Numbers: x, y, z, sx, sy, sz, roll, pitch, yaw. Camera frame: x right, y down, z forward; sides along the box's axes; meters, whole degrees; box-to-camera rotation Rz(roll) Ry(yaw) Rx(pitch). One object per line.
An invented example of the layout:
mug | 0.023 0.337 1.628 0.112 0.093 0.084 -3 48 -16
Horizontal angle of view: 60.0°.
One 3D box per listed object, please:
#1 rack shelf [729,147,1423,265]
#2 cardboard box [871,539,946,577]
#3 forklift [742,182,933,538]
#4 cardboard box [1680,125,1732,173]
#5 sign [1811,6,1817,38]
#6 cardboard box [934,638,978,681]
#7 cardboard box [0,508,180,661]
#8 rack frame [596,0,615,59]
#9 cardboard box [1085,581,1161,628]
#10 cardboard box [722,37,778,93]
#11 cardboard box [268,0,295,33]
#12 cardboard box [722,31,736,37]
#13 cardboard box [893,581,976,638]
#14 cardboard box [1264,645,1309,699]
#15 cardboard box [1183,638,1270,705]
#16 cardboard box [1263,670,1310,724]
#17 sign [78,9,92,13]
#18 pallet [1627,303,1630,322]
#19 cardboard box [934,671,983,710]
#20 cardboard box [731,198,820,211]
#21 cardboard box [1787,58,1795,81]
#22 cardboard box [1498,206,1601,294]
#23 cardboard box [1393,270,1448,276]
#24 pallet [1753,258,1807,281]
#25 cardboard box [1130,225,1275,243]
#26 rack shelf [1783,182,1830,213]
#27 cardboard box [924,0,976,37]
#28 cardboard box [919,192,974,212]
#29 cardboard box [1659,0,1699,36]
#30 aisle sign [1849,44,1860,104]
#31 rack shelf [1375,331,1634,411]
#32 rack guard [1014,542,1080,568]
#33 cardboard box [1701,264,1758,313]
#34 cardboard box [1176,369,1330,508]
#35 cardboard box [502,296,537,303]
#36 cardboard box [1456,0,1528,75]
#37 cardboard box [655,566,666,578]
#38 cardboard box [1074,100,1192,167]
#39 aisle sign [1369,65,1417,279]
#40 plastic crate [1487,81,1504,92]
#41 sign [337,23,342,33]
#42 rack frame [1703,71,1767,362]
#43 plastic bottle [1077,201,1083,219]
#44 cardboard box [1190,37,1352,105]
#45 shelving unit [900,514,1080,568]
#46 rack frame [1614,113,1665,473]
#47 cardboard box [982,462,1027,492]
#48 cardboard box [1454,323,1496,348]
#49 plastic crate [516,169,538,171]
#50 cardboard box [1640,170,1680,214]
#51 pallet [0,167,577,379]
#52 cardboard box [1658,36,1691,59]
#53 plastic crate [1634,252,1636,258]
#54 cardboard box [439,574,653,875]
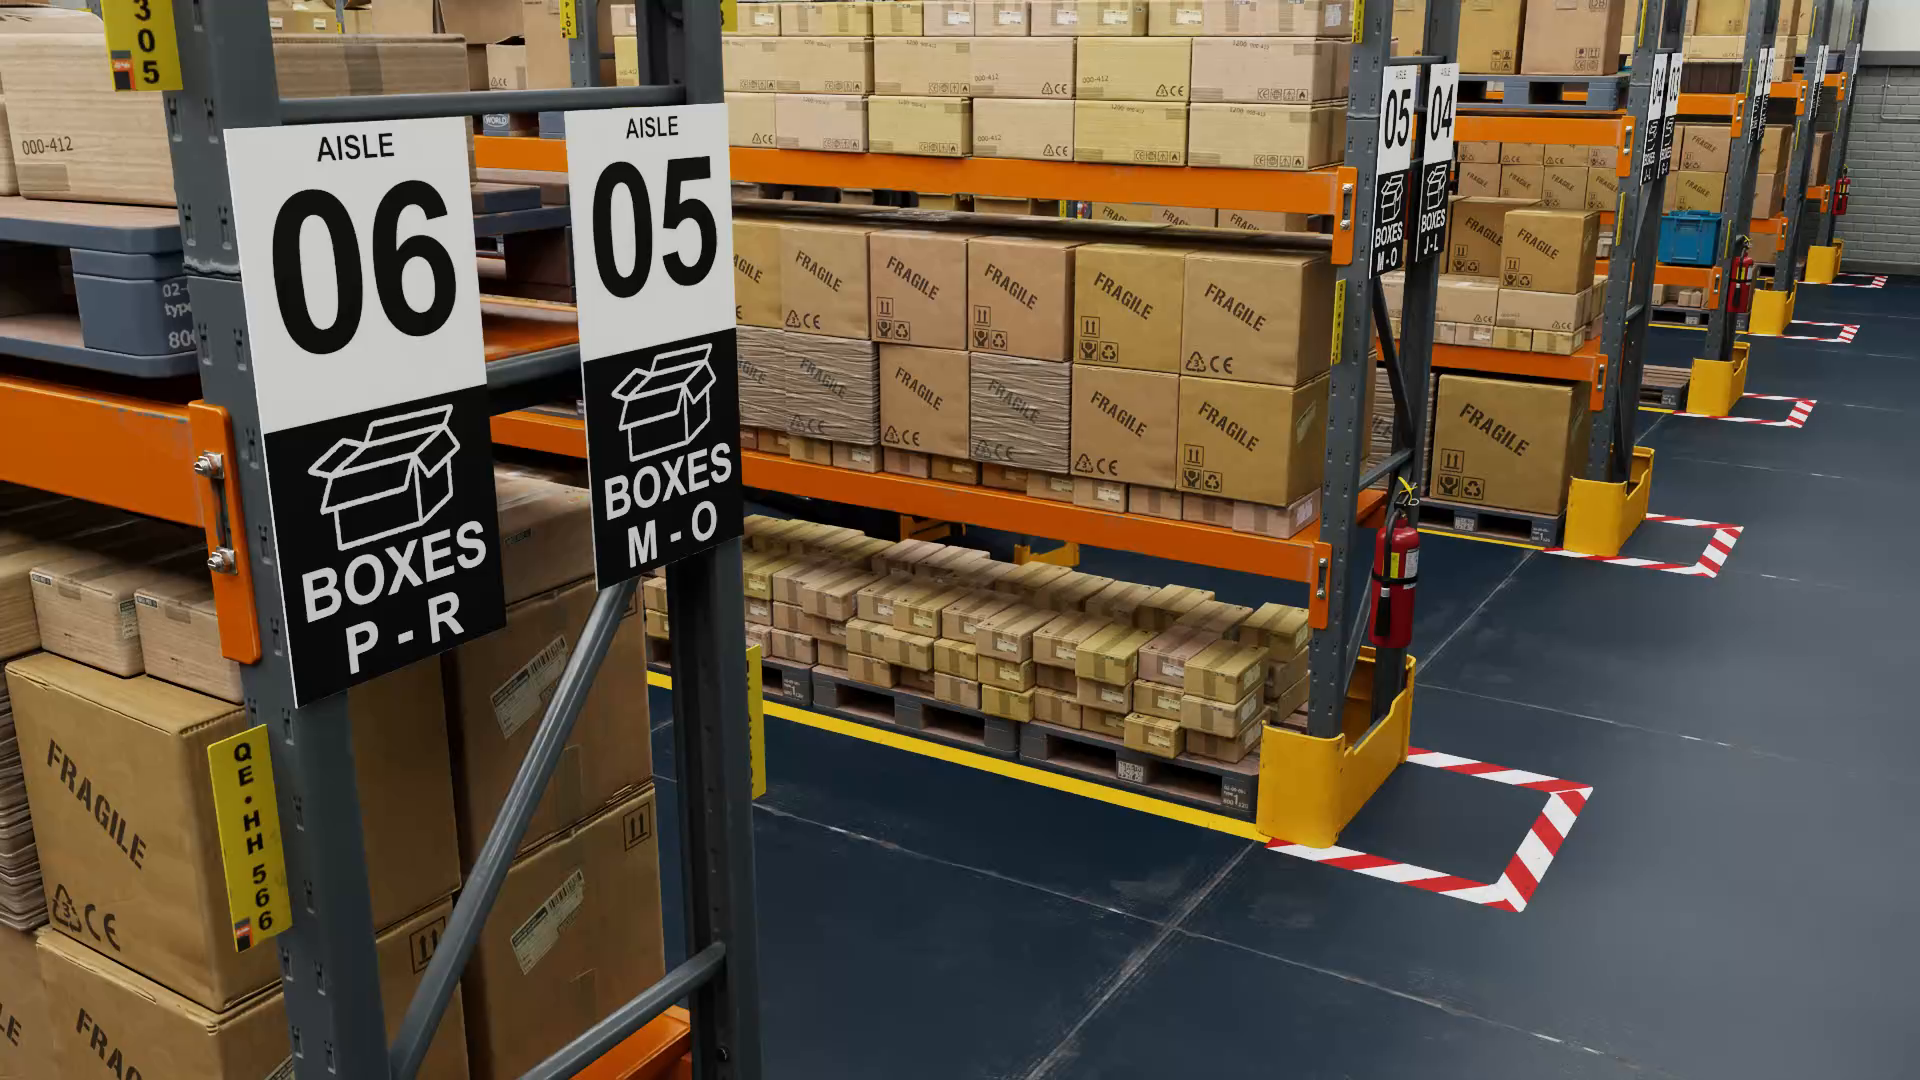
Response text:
rack shelf | 0.076 -1.671 7.797 4.000 0.370 1.077 10 20 30
cardboard box | -0.276 0.127 8.962 0.250 0.149 0.380 9 19 27
forklift | -1.065 -1.771 12.168 1.130 2.935 3.031 -14 22 -39
cardboard box | 8.695 -4.544 19.286 0.500 0.500 0.500 11 20 32
sign | 9.342 -5.666 18.188 0.005 0.325 0.100 10 20 30
cardboard box | 0.080 0.538 8.119 0.250 0.149 0.380 11 20 33
cardboard box | -1.628 0.073 2.970 0.250 0.149 0.380 10 20 30
rack frame | -1.627 -3.755 8.260 0.053 2.616 0.949 10 20 30
cardboard box | 0.811 0.340 8.260 0.250 0.149 0.380 9 19 27
cardboard box | -0.922 -2.277 7.953 0.500 0.250 0.500 10 20 30
cardboard box | -4.159 -3.104 9.790 0.258 0.266 0.396 10 20 30
cardboard box | -1.050 -2.499 7.999 0.250 0.149 0.380 10 20 29
cardboard box | -0.125 0.343 8.252 0.250 0.149 0.380 10 20 30
cardboard box | 1.468 0.602 7.908 0.250 0.149 0.380 11 20 32
cardboard box | 1.196 0.585 7.452 0.250 0.149 0.380 10 20 31
cardboard box | 1.501 0.729 8.003 0.250 0.149 0.380 11 20 31
sign | -5.335 -3.076 10.161 0.005 0.325 0.100 10 20 30
pallet | 7.869 -2.925 20.649 1.213 0.211 1.003 10 20 30
cardboard box | 0.080 0.680 8.165 0.250 0.149 0.380 11 20 31
cardboard box | -1.087 -1.548 8.912 0.500 0.500 0.500 9 19 28
cardboard box | 9.345 -5.446 19.245 0.500 0.250 0.500 10 20 30
cardboard box | 3.909 -1.927 11.019 0.500 0.500 0.500 10 20 31
cardboard box | 3.321 -1.854 12.068 0.500 0.250 0.500 9 19 28
pallet | 11.516 -3.937 23.978 1.213 0.211 1.003 10 20 30
cardboard box | 1.103 -1.153 7.612 0.500 0.500 0.500 11 20 32
rack shelf | 10.534 -5.129 24.342 4.000 0.370 1.077 10 20 30
cardboard box | 0.043 -2.286 7.297 0.250 0.149 0.380 10 19 29
cardboard box | -0.074 -2.827 13.629 0.637 0.503 0.797 10 20 31
cardboard box | 8.339 -6.123 19.326 0.500 0.500 0.700 10 20 30
aisle sign | 12.143 -6.327 22.577 0.004 0.787 0.394 10 20 30
rack shelf | 2.757 -1.448 12.226 4.000 0.370 1.077 10 20 30
rack guard | 0.560 0.096 10.635 0.087 0.250 0.587 15 22 40
cardboard box | 9.057 -2.977 19.566 0.500 0.500 0.500 10 20 30
cardboard box | 1.262 -0.470 7.084 0.500 0.500 0.500 11 20 31
cardboard box | -2.302 -1.302 9.194 0.250 0.149 0.380 9 19 28
cardboard box | 3.574 -3.401 11.191 0.500 0.500 0.700 9 19 28
cardboard box | -1.443 0.098 9.055 0.250 0.149 0.380 11 20 32
cardboard box | 0.815 -1.718 6.974 0.500 0.250 0.500 10 20 30
aisle sign | 1.685 -1.434 6.467 0.004 0.787 0.394 10 20 30
plastic crate | 5.163 -4.277 15.593 0.530 0.136 0.437 10 20 30
sign | -6.041 -4.861 16.172 0.005 0.325 0.100 10 20 30
rack frame | 7.054 -2.715 15.158 0.127 3.000 1.000 10 20 30
plastic bottle | 1.308 -3.559 18.160 0.097 0.271 0.097 0 17 0
cardboard box | 1.254 -1.885 6.663 0.500 0.250 0.500 9 19 28
shelving unit | 0.190 -0.599 10.772 1.083 1.500 0.587 15 22 40
rack frame | 4.460 -1.487 11.117 0.053 2.616 0.949 10 20 30
cardboard box | 0.303 -0.352 7.813 0.250 0.149 0.380 9 19 28
cardboard box | 3.549 -1.419 11.322 0.250 0.149 0.380 10 20 30
plastic crate | -5.997 -5.076 23.185 0.616 0.251 0.499 10 20 30
cardboard box | 8.259 -4.145 19.694 0.500 0.500 0.500 10 20 30
pallet | -1.362 -0.537 2.980 1.213 0.211 1.003 10 20 30
cardboard box | 8.228 -5.712 19.261 0.500 0.250 0.500 10 20 30
plastic crate | 6.264 -2.697 15.449 0.243 0.136 0.396 10 20 30
cardboard box | -0.985 0.296 3.353 0.500 0.500 0.500 10 19 29
